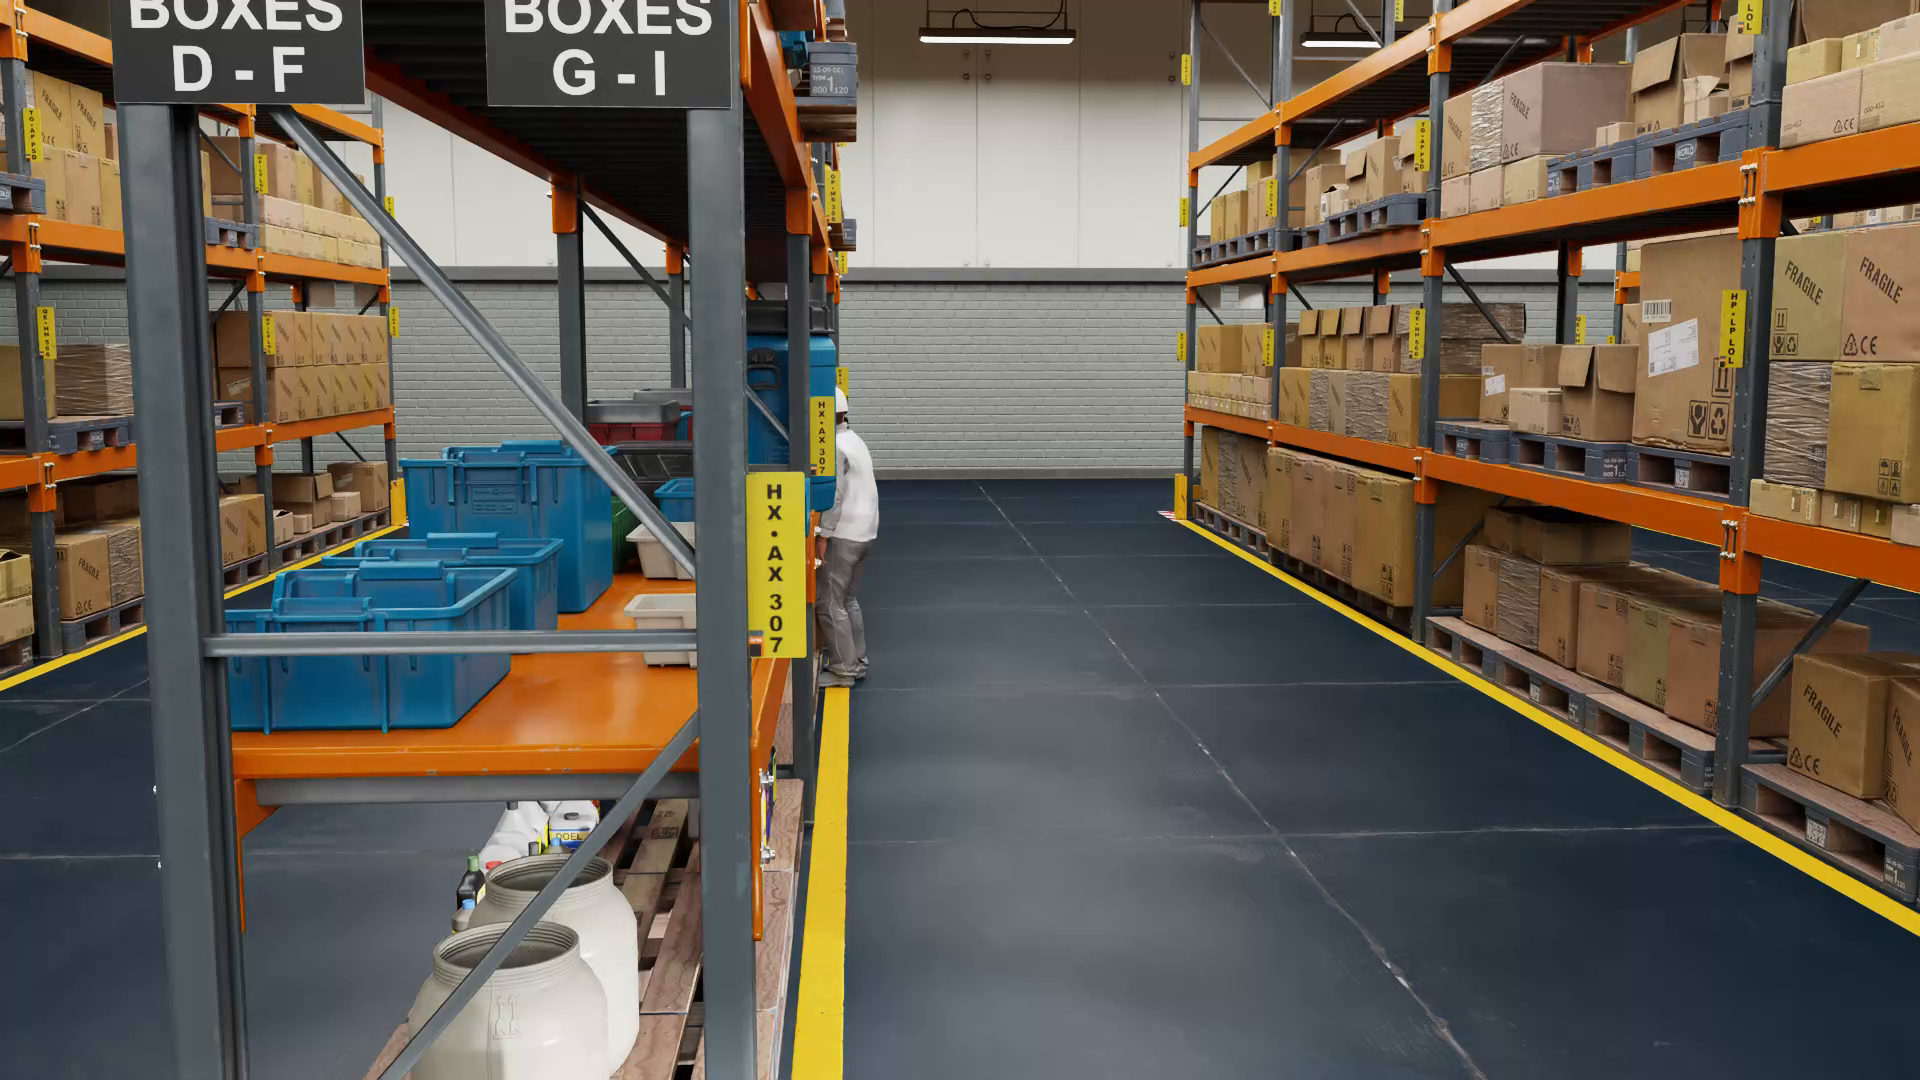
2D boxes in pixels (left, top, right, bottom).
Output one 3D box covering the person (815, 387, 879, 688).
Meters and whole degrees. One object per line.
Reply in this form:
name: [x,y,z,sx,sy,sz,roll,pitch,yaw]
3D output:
person: [-0.717,-0.027,9.856,0.461,1.772,0.580,2,7,14]
